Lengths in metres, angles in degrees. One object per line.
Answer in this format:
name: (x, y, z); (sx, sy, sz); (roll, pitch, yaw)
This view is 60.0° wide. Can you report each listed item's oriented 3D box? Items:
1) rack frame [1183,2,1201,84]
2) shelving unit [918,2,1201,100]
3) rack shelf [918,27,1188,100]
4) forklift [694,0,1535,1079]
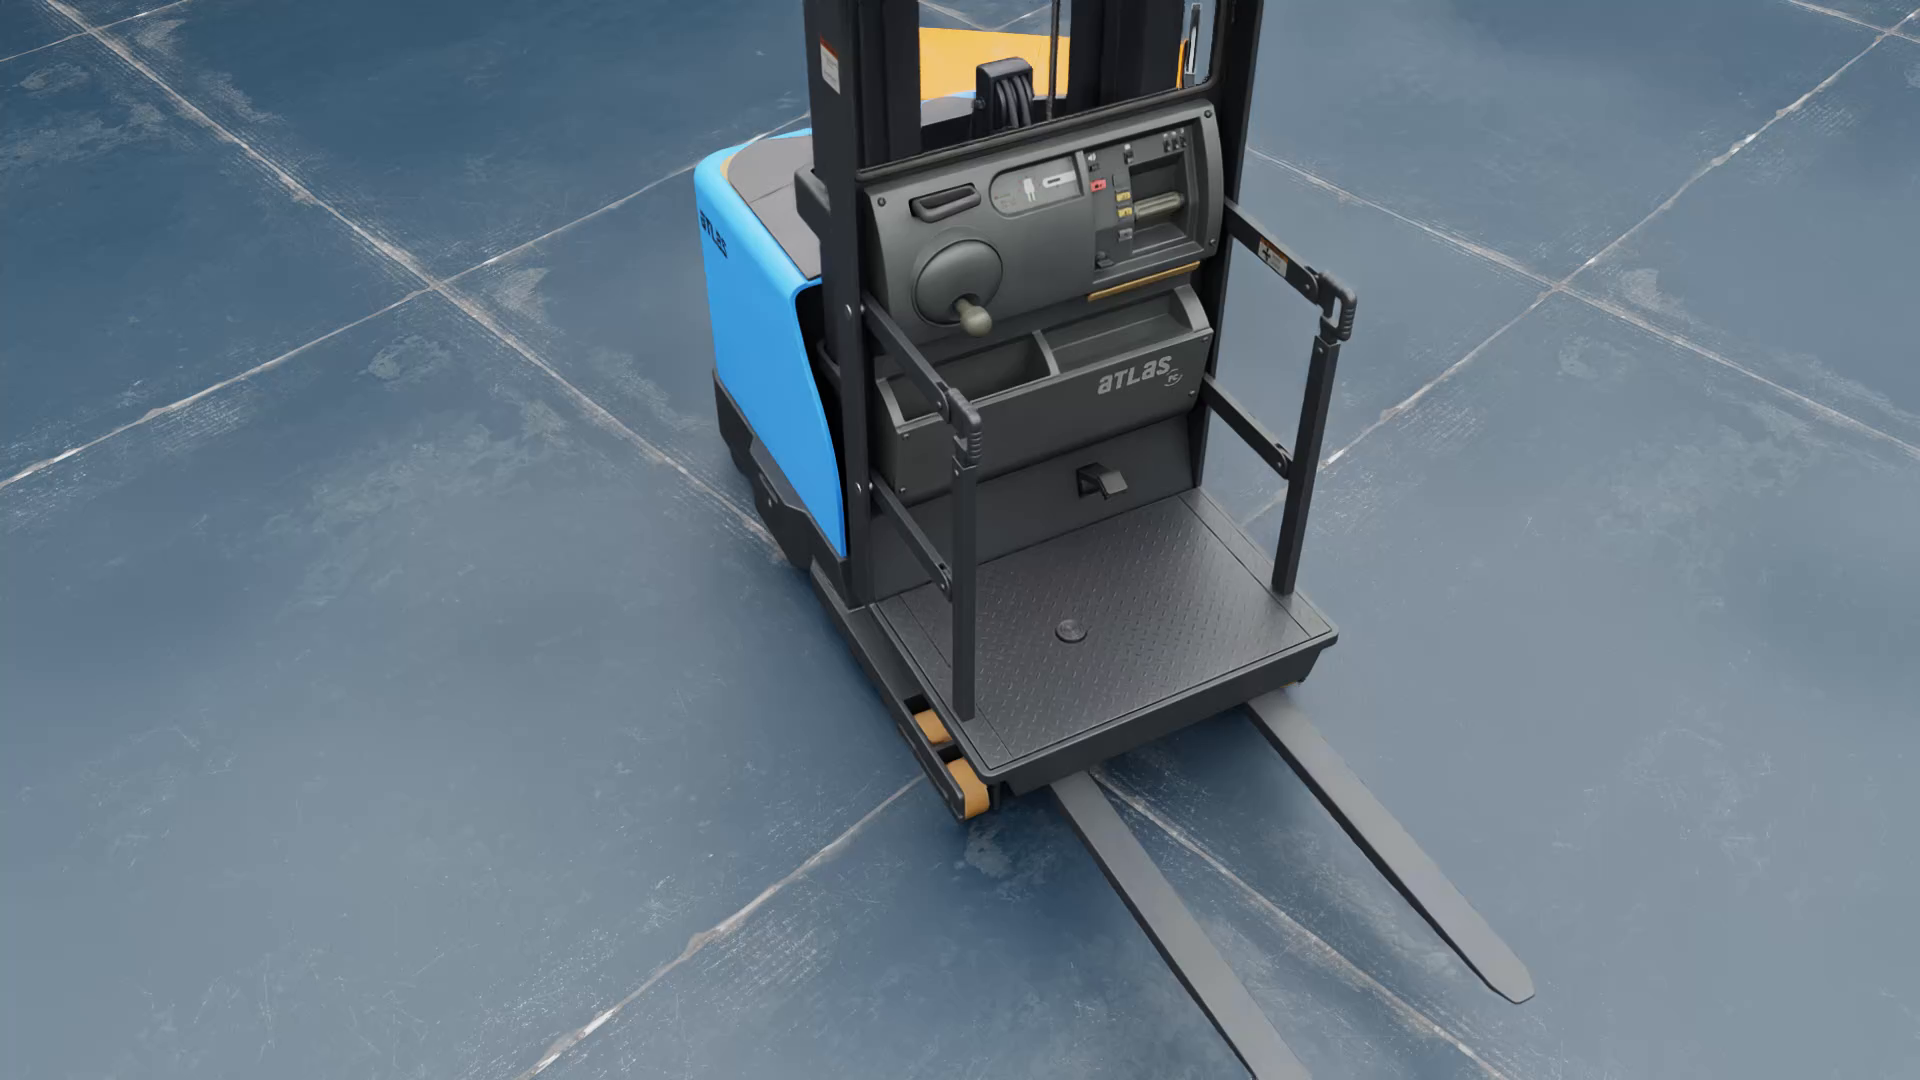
rack frame: (0.748, -1.204, 5.724); (0.032, 1.125, 0.500); (6, 43, 6)
shelving unit: (0.245, -1.255, 5.779); (1.048, 1.125, 0.538); (6, 43, 6)
rack shelf: (0.245, -1.470, 5.580); (1.000, 0.278, 0.538); (6, 43, 6)
forklift: (0.325, -0.683, 3.830); (1.130, 2.935, 3.031); (-19, 46, -20)
